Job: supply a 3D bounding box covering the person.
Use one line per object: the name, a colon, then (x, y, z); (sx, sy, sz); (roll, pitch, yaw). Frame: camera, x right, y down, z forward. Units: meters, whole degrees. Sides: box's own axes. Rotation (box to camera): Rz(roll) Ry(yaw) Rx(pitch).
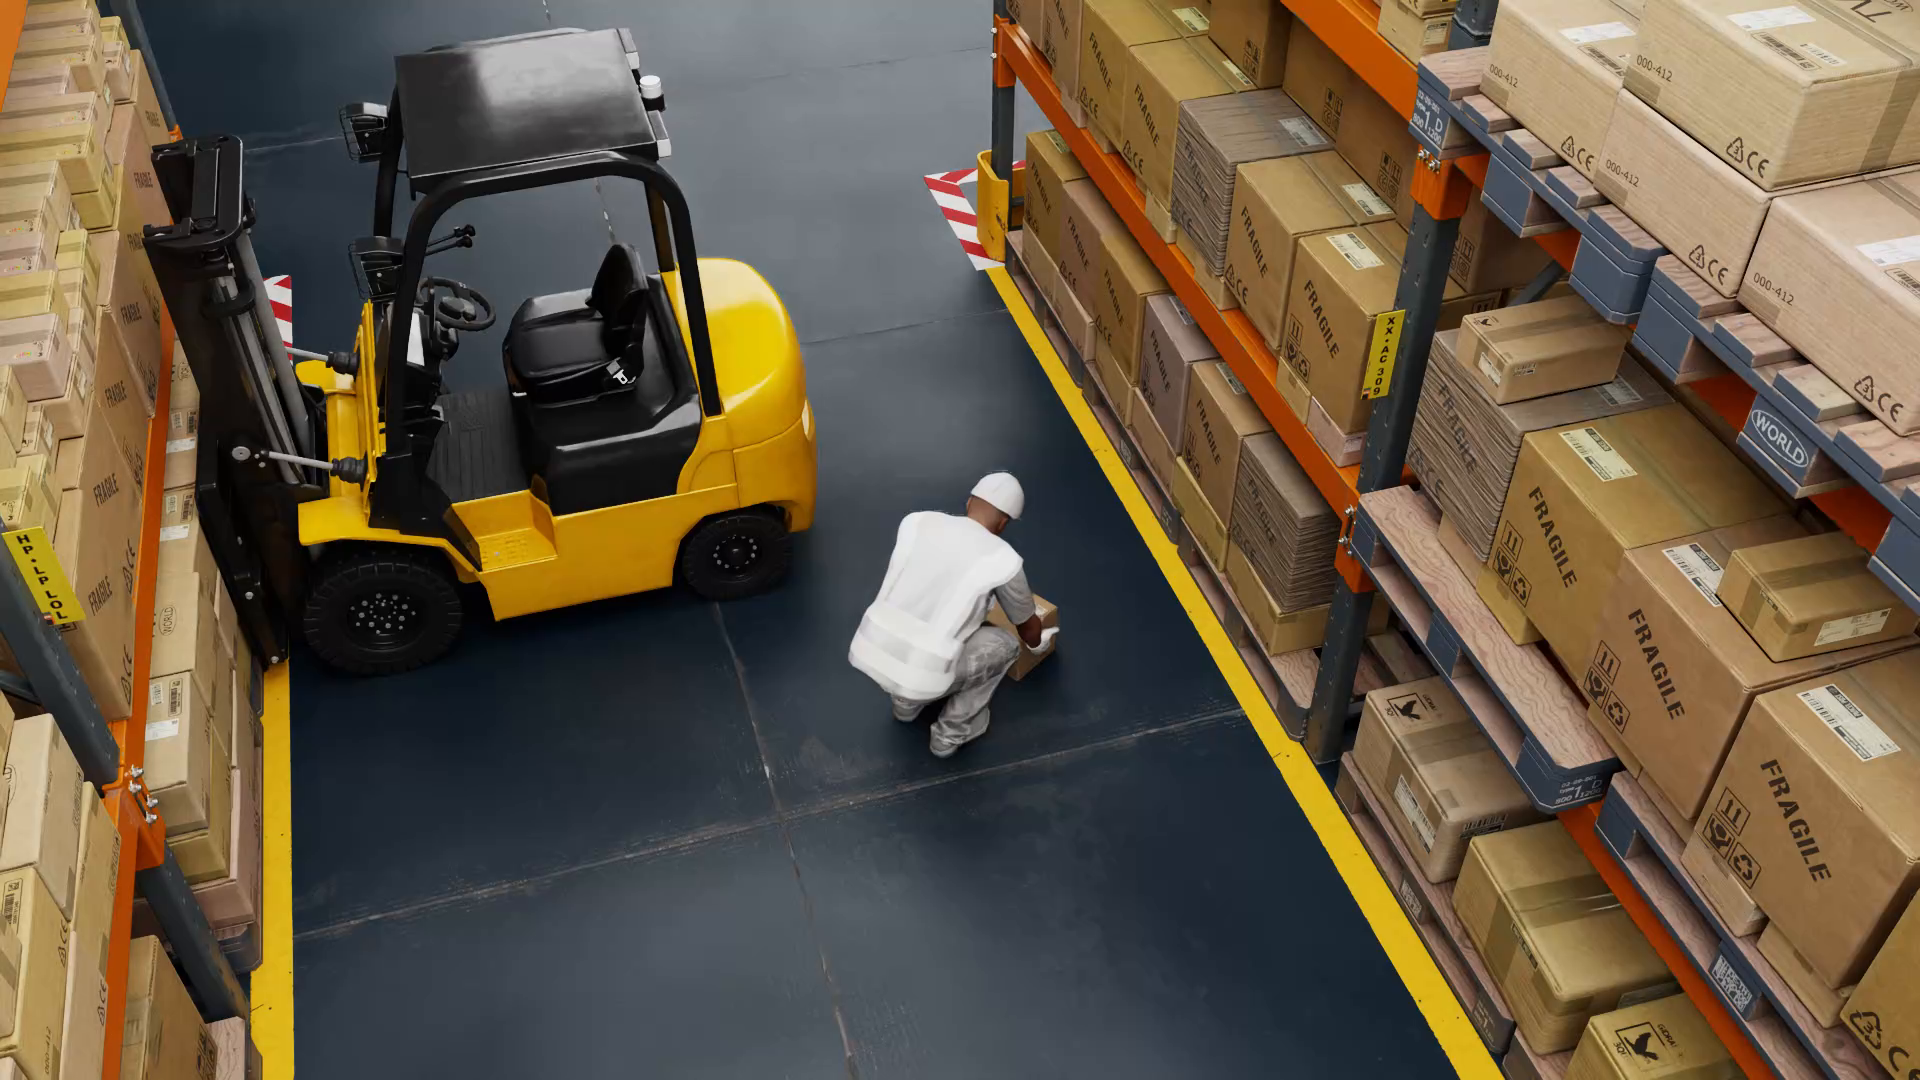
person: (-0.045, 0.297, 6.453); (0.574, 0.936, 0.923); (30, 50, 29)
